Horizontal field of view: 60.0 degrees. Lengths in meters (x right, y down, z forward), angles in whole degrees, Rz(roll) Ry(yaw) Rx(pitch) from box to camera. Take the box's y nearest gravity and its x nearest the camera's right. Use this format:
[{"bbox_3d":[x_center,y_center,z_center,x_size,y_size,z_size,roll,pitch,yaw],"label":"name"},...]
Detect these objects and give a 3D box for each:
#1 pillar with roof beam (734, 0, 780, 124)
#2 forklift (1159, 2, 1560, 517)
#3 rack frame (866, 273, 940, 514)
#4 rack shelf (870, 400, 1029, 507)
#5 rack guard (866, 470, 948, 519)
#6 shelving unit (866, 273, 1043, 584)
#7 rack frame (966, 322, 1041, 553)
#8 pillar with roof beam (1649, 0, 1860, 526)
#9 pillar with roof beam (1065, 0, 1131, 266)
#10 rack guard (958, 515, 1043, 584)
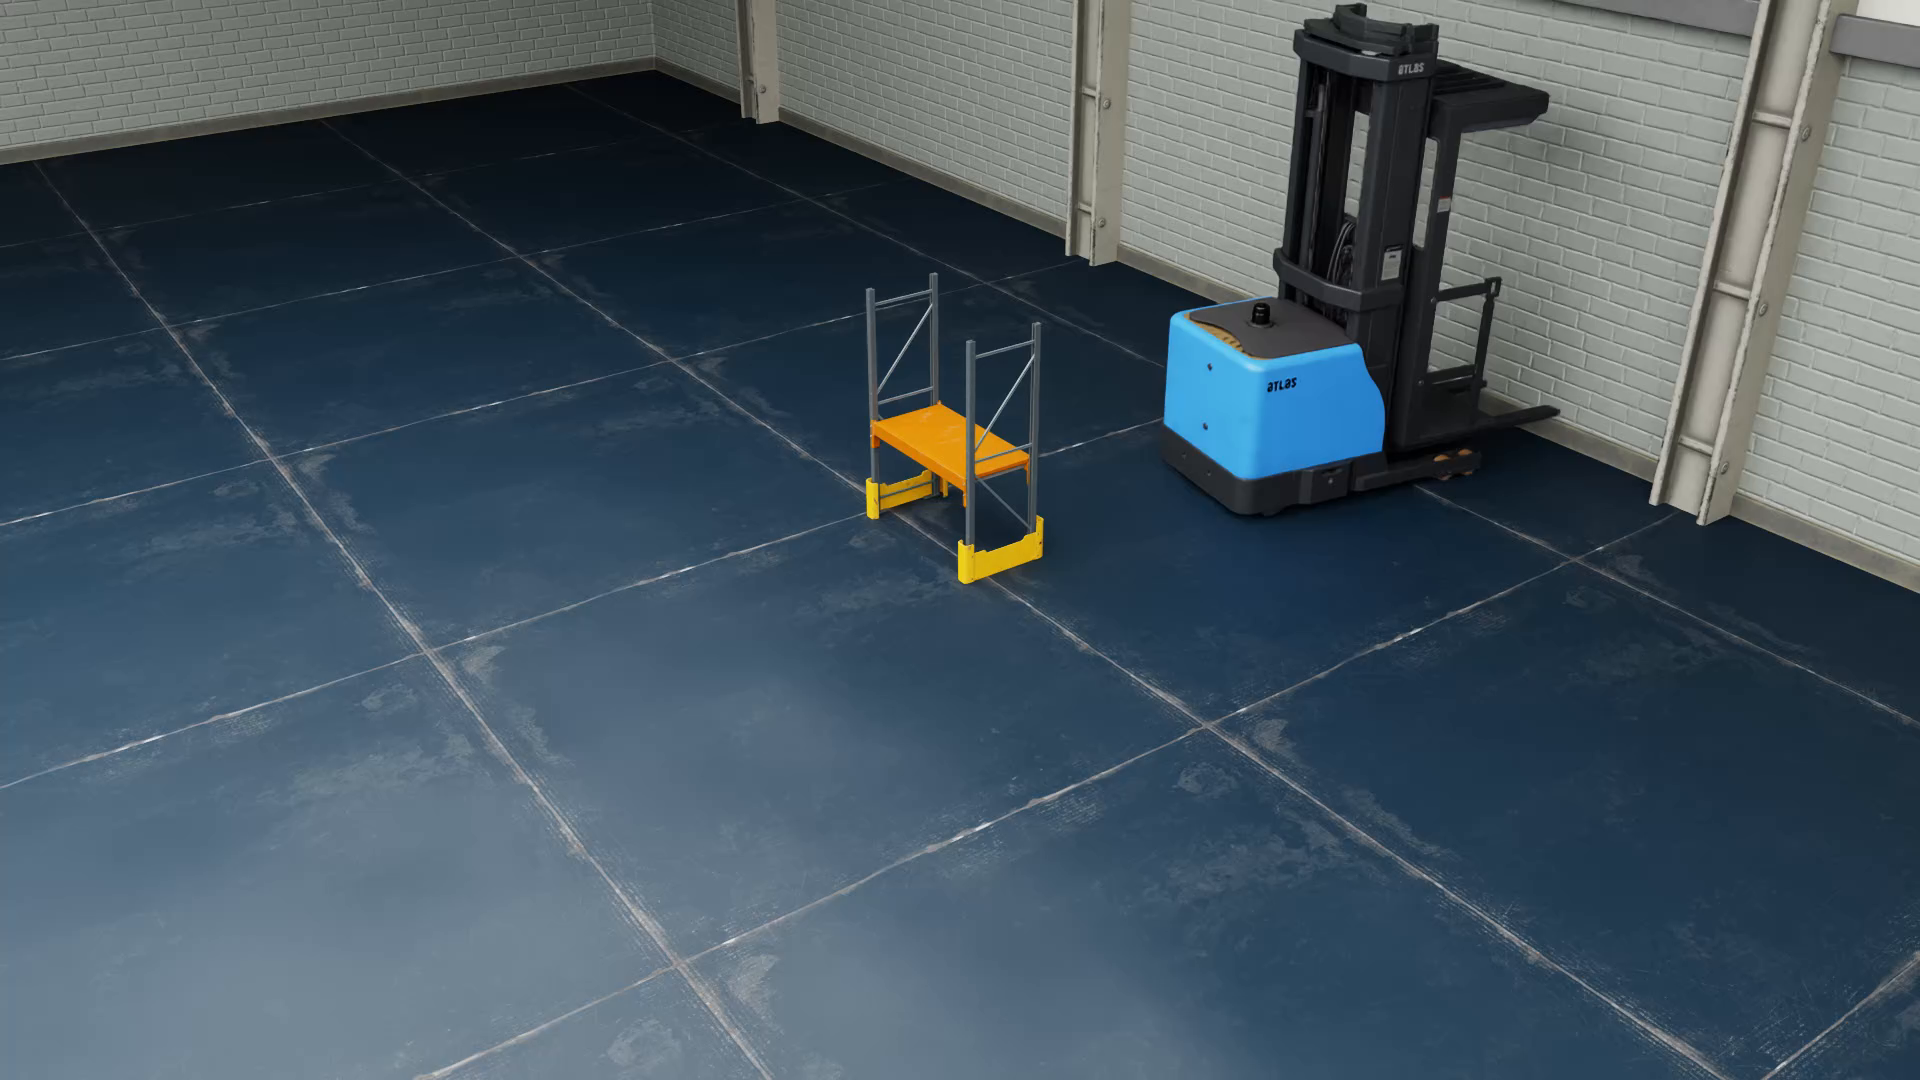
[{"bbox_3d":[-5.802,-7.635,14.878,9.100,9.000,0.400,-19,34,-31],"label":"pillar with roof beam"},{"bbox_3d":[2.896,-1.896,10.671,3.031,2.935,1.130,-13,31,-22],"label":"forklift"},{"bbox_3d":[-0.344,-0.890,10.317,0.500,1.500,0.032,-19,34,-31],"label":"rack frame"},{"bbox_3d":[-0.049,-0.534,10.039,0.538,0.185,1.000,-19,34,-31],"label":"rack shelf"},{"bbox_3d":[-0.333,-0.333,10.601,0.587,0.250,0.087,-19,34,-31],"label":"rack guard"},{"bbox_3d":[-0.044,-0.689,9.947,0.587,1.500,1.083,-19,34,-31],"label":"shelving unit"},{"bbox_3d":[0.245,-0.495,9.589,0.500,1.500,0.032,-19,34,-31],"label":"rack frame"},{"bbox_3d":[1.159,-2.969,6.289,9.100,9.000,0.400,-19,34,-31],"label":"pillar with roof beam"},{"bbox_3d":[-2.321,-5.302,10.584,9.100,9.000,0.400,-19,34,-31],"label":"pillar with roof beam"},{"bbox_3d":[0.245,0.054,9.888,0.587,0.250,0.087,-19,34,-31],"label":"rack guard"}]
